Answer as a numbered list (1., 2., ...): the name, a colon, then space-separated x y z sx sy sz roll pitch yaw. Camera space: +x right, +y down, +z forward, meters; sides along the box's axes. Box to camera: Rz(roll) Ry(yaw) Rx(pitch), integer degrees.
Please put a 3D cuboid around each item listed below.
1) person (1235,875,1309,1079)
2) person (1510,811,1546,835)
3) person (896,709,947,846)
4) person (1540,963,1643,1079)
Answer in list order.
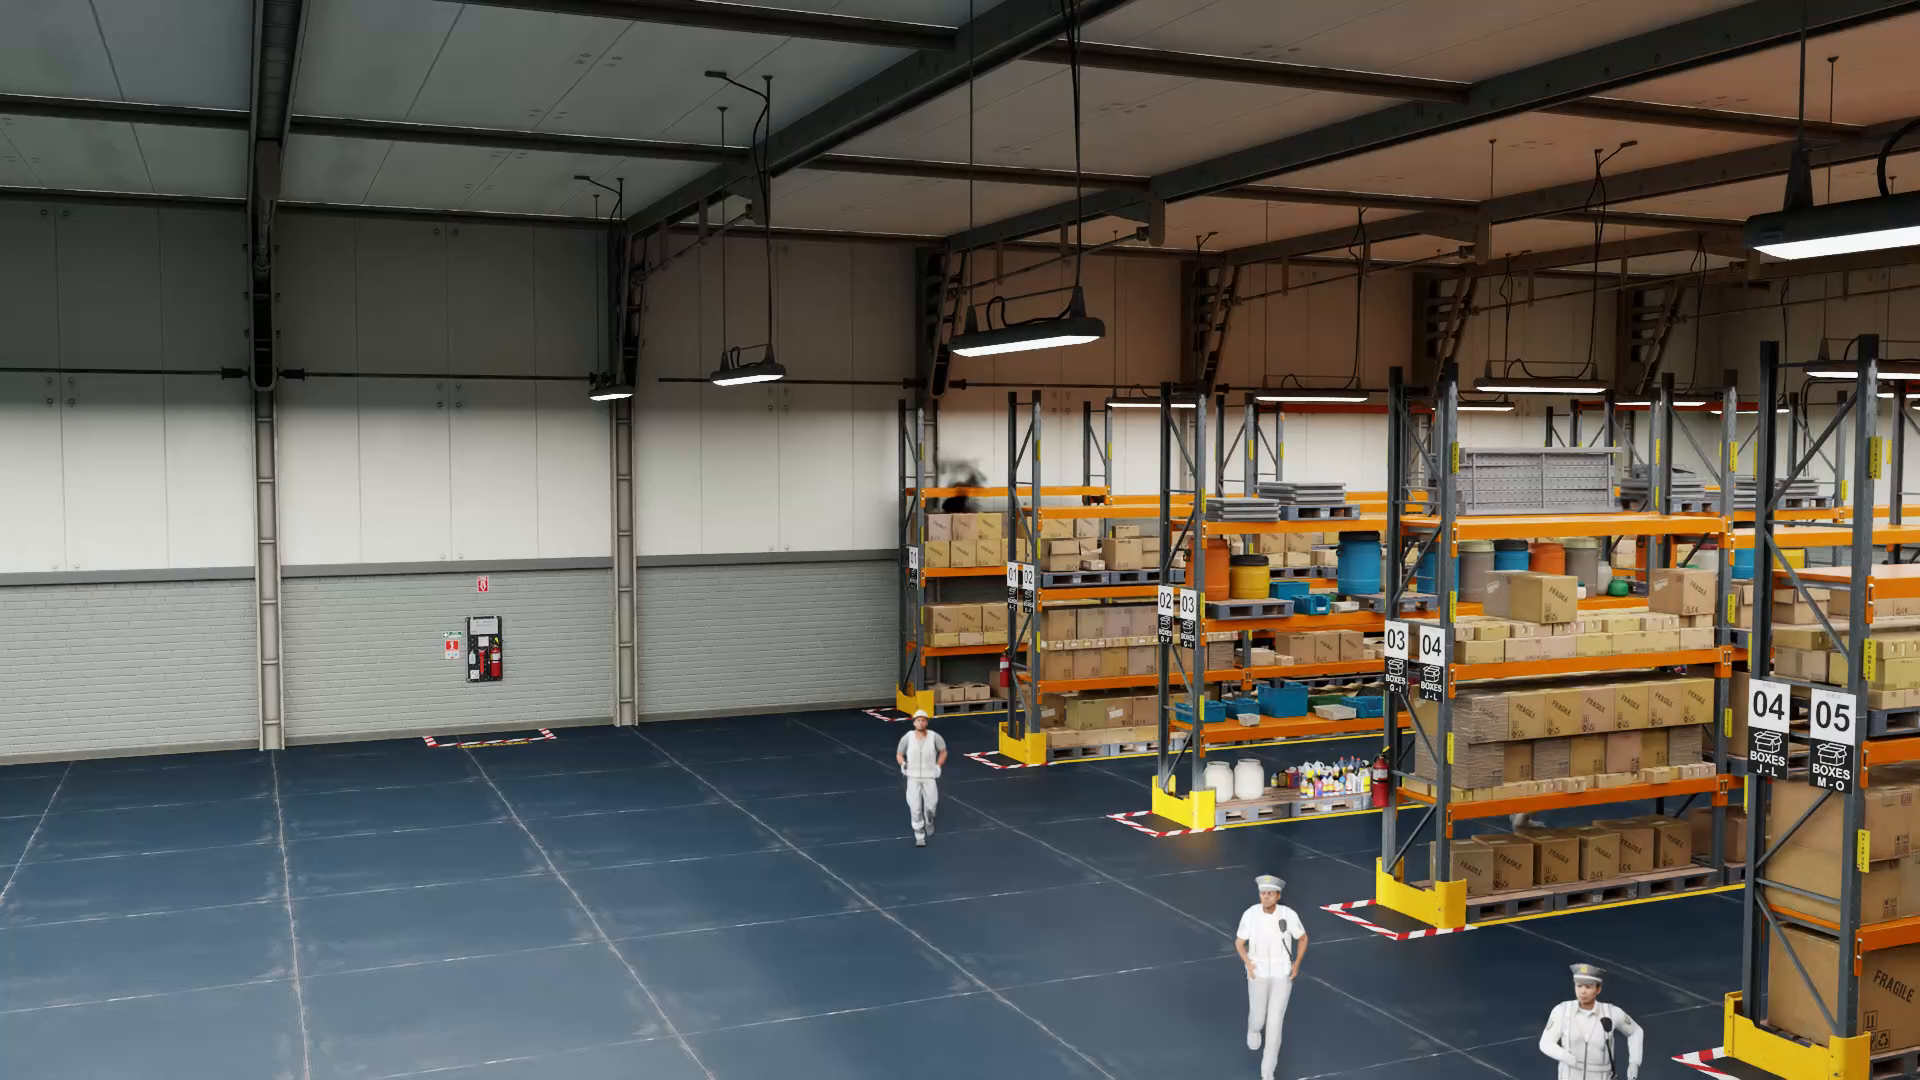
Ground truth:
1. person: 2.547 3.543 13.592 0.586 1.695 0.757 1 3 13
2. person: 7.006 3.105 20.478 0.792 1.757 0.661 -2 4 -30
3. person: -0.494 3.044 21.304 0.651 1.739 0.612 0 3 0
4. person: 4.177 3.648 11.069 0.624 1.668 0.998 2 4 30
